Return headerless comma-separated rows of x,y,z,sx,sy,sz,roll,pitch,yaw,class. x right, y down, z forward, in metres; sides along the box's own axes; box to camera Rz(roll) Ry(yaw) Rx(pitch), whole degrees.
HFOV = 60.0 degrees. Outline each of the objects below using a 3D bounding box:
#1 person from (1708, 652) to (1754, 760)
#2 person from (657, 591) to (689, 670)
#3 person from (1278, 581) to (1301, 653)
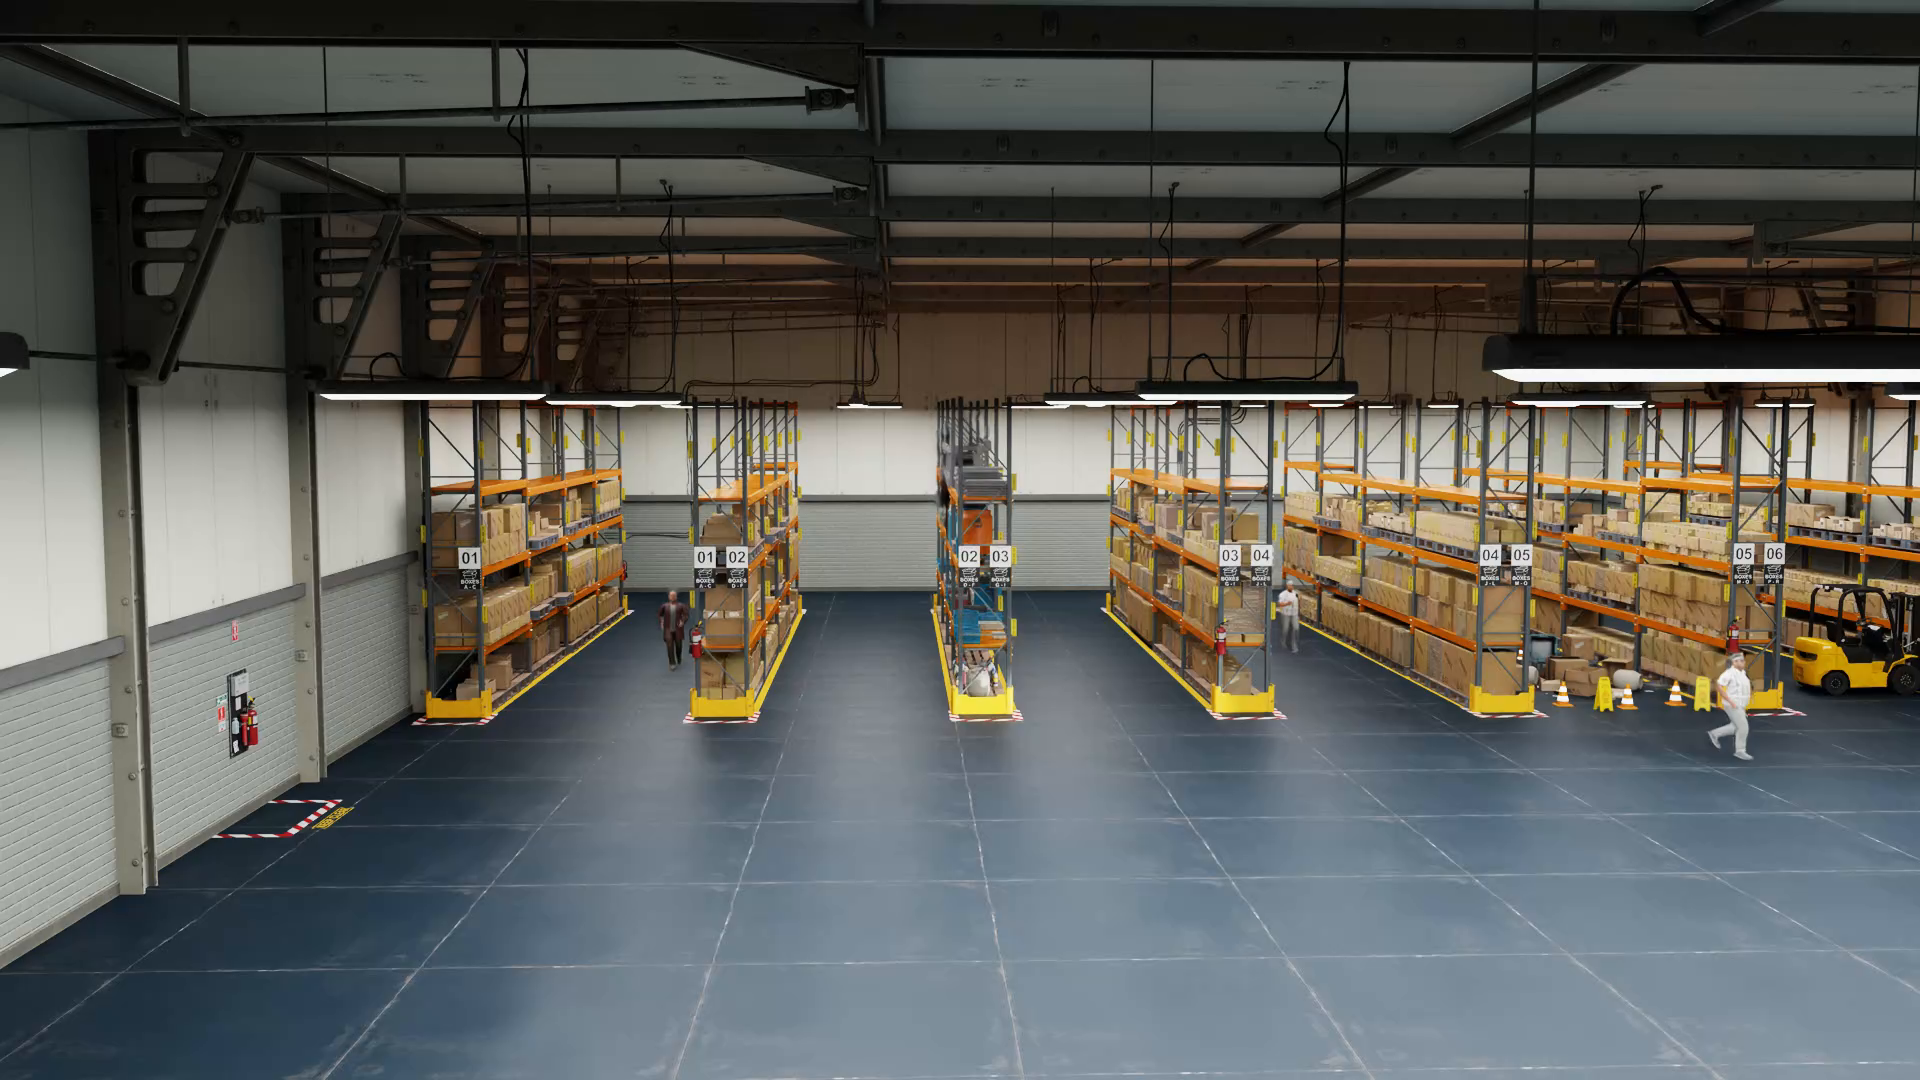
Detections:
12.828,2.724,27.632,0.680,1.771,0.816,-4,6,-43,person
-6.390,1.999,37.015,0.711,1.728,0.716,-1,4,-8,person
7.869,1.824,39.722,0.590,1.721,0.726,0,4,-6,person
